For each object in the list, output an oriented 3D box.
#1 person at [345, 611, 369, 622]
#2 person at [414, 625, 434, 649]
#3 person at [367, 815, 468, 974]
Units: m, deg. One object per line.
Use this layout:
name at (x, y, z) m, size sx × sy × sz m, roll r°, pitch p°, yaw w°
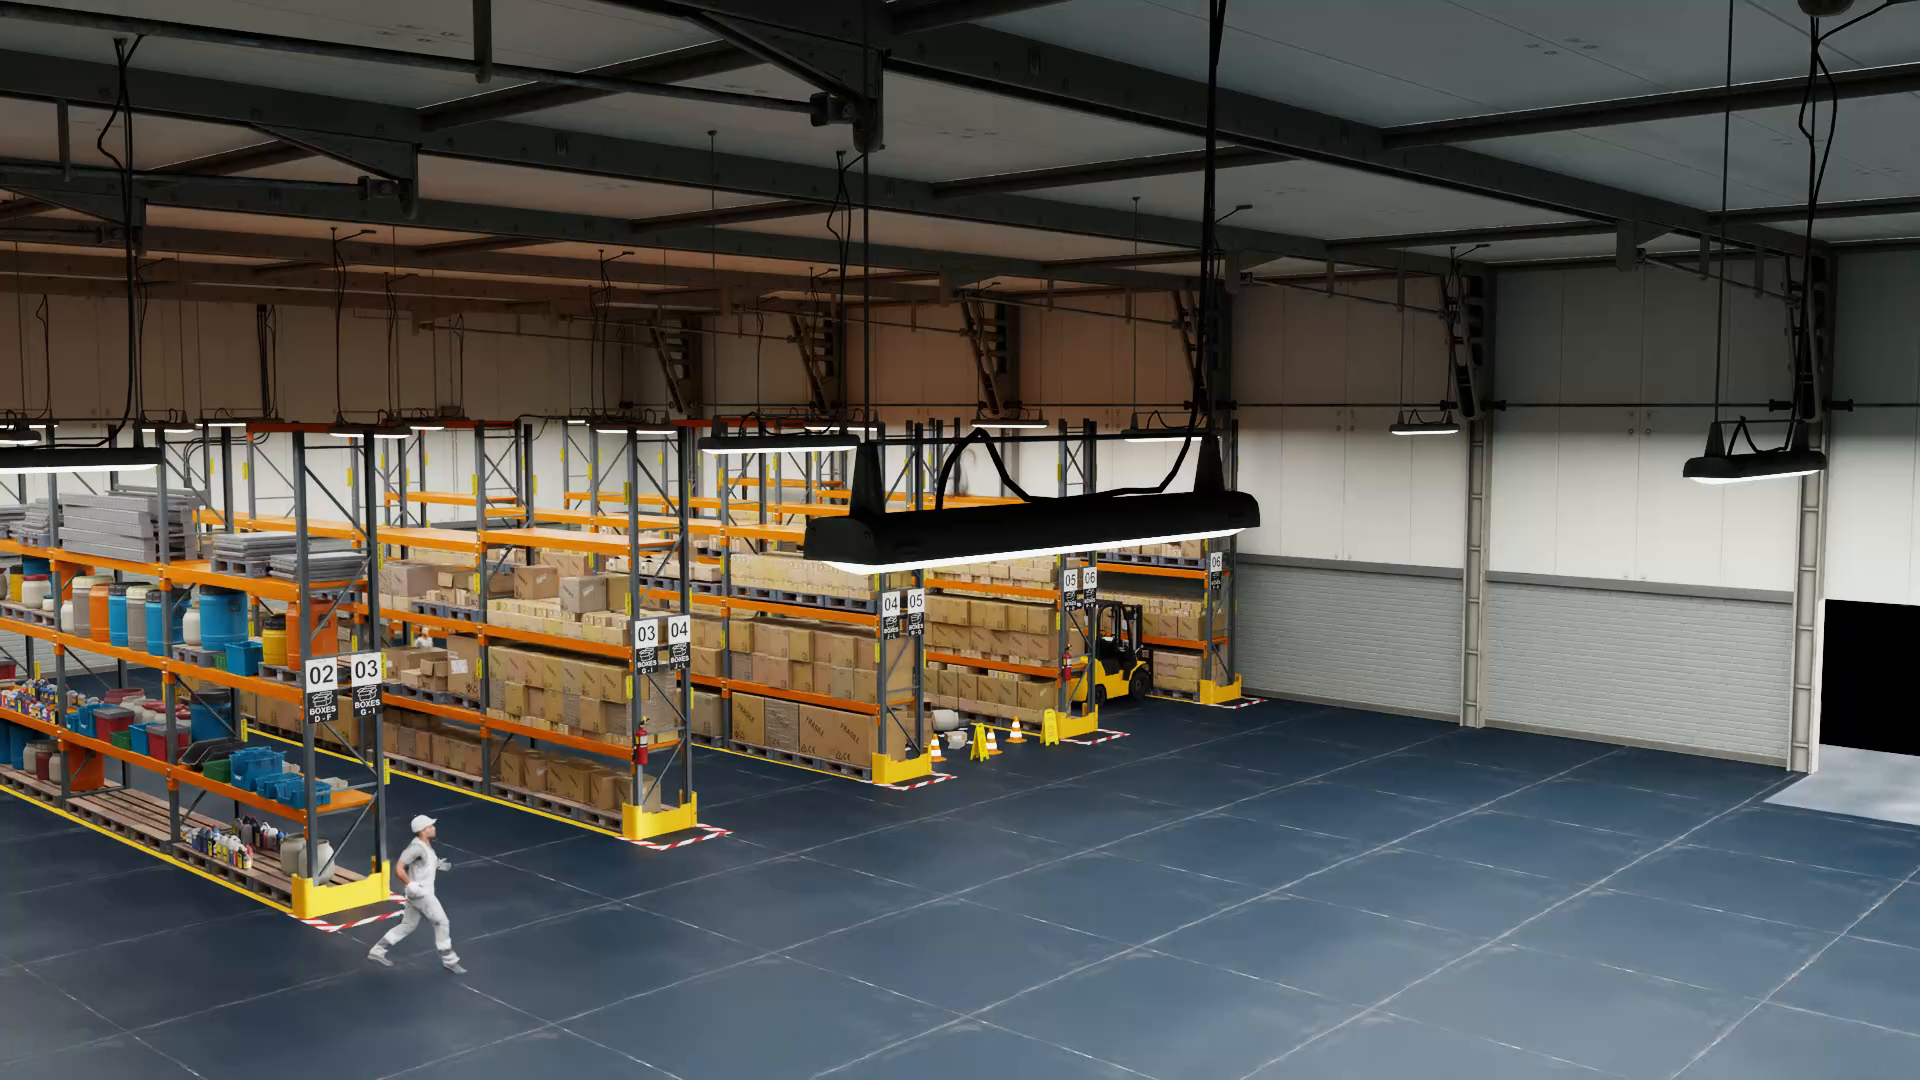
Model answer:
person at (-14.322, 2.205, 39.665) m, size 0.644 × 1.732 × 0.947 m, roll -1°, pitch 5°, yaw -10°
person at (-11.391, 2.618, 35.484) m, size 0.703 × 1.628 × 0.573 m, roll 4°, pitch 6°, yaw 38°
person at (-6.020, 3.952, 18.396) m, size 1.057 × 1.838 × 0.624 m, roll -2°, pitch 5°, yaw -23°
